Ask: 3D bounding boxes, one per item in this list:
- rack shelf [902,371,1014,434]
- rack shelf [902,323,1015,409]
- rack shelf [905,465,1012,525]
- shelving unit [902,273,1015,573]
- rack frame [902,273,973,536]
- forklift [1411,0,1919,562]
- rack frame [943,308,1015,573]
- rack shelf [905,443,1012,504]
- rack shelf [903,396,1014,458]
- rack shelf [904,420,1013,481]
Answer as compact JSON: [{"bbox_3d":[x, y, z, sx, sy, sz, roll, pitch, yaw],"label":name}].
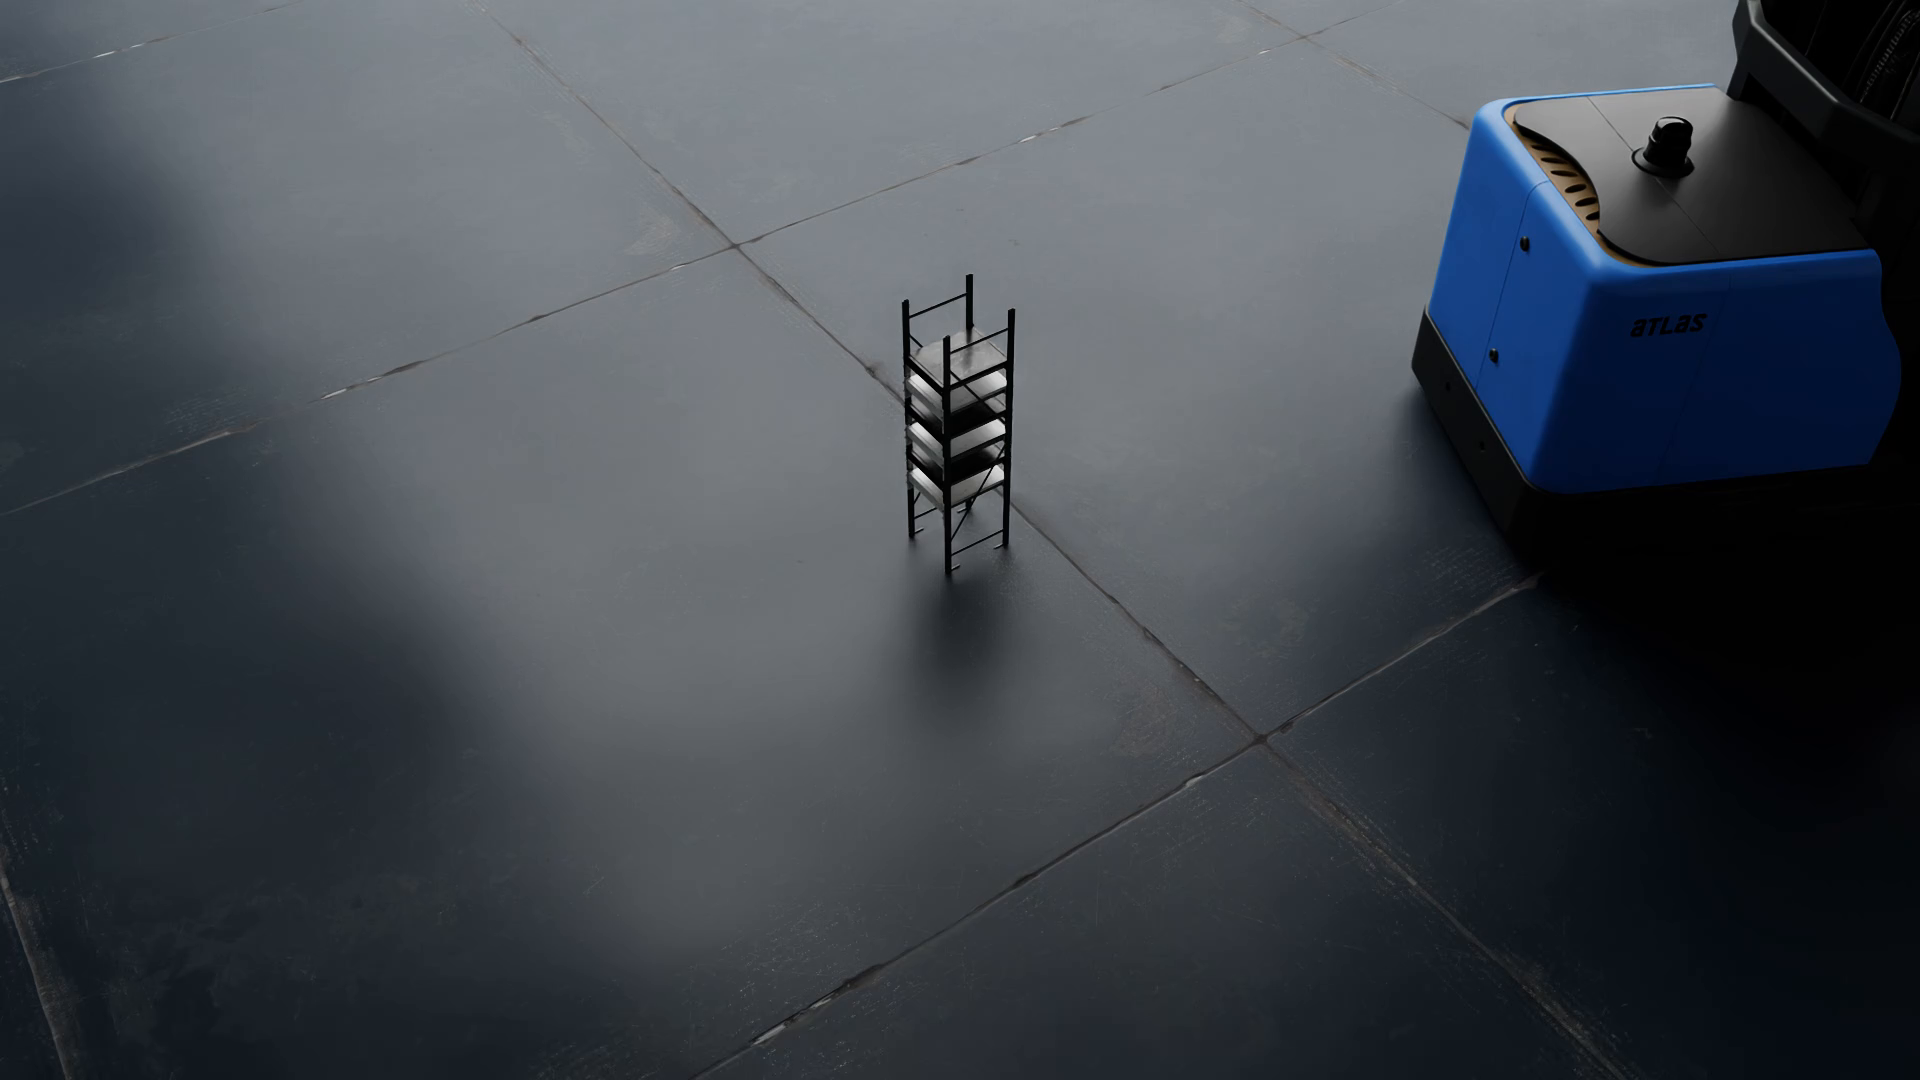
[{"bbox_3d":[-0.005,-0.436,4.843,0.258,0.077,0.200,-26,49,-24],"label":"rack shelf"},{"bbox_3d":[-0.005,-0.501,4.781,0.258,0.077,0.200,-26,49,-24],"label":"rack shelf"},{"bbox_3d":[-0.005,-0.176,5.091,0.258,0.077,0.200,-26,49,-24],"label":"rack shelf"},{"bbox_3d":[-0.005,-0.330,4.944,0.258,0.900,0.210,-26,49,-24],"label":"shelving unit"},{"bbox_3d":[-0.063,-0.388,5.004,0.240,0.900,0.006,-26,49,-24],"label":"rack frame"},{"bbox_3d":[3.127,-1.460,4.656,3.031,2.935,1.130,-6,44,-6],"label":"forklift"},{"bbox_3d":[0.054,-0.273,4.884,0.240,0.900,0.006,-26,49,-24],"label":"rack frame"},{"bbox_3d":[-0.005,-0.241,5.029,0.258,0.077,0.200,-26,49,-24],"label":"rack shelf"},{"bbox_3d":[-0.005,-0.371,4.905,0.258,0.077,0.200,-26,49,-24],"label":"rack shelf"},{"bbox_3d":[-0.005,-0.306,4.967,0.258,0.077,0.200,-26,49,-24],"label":"rack shelf"}]
